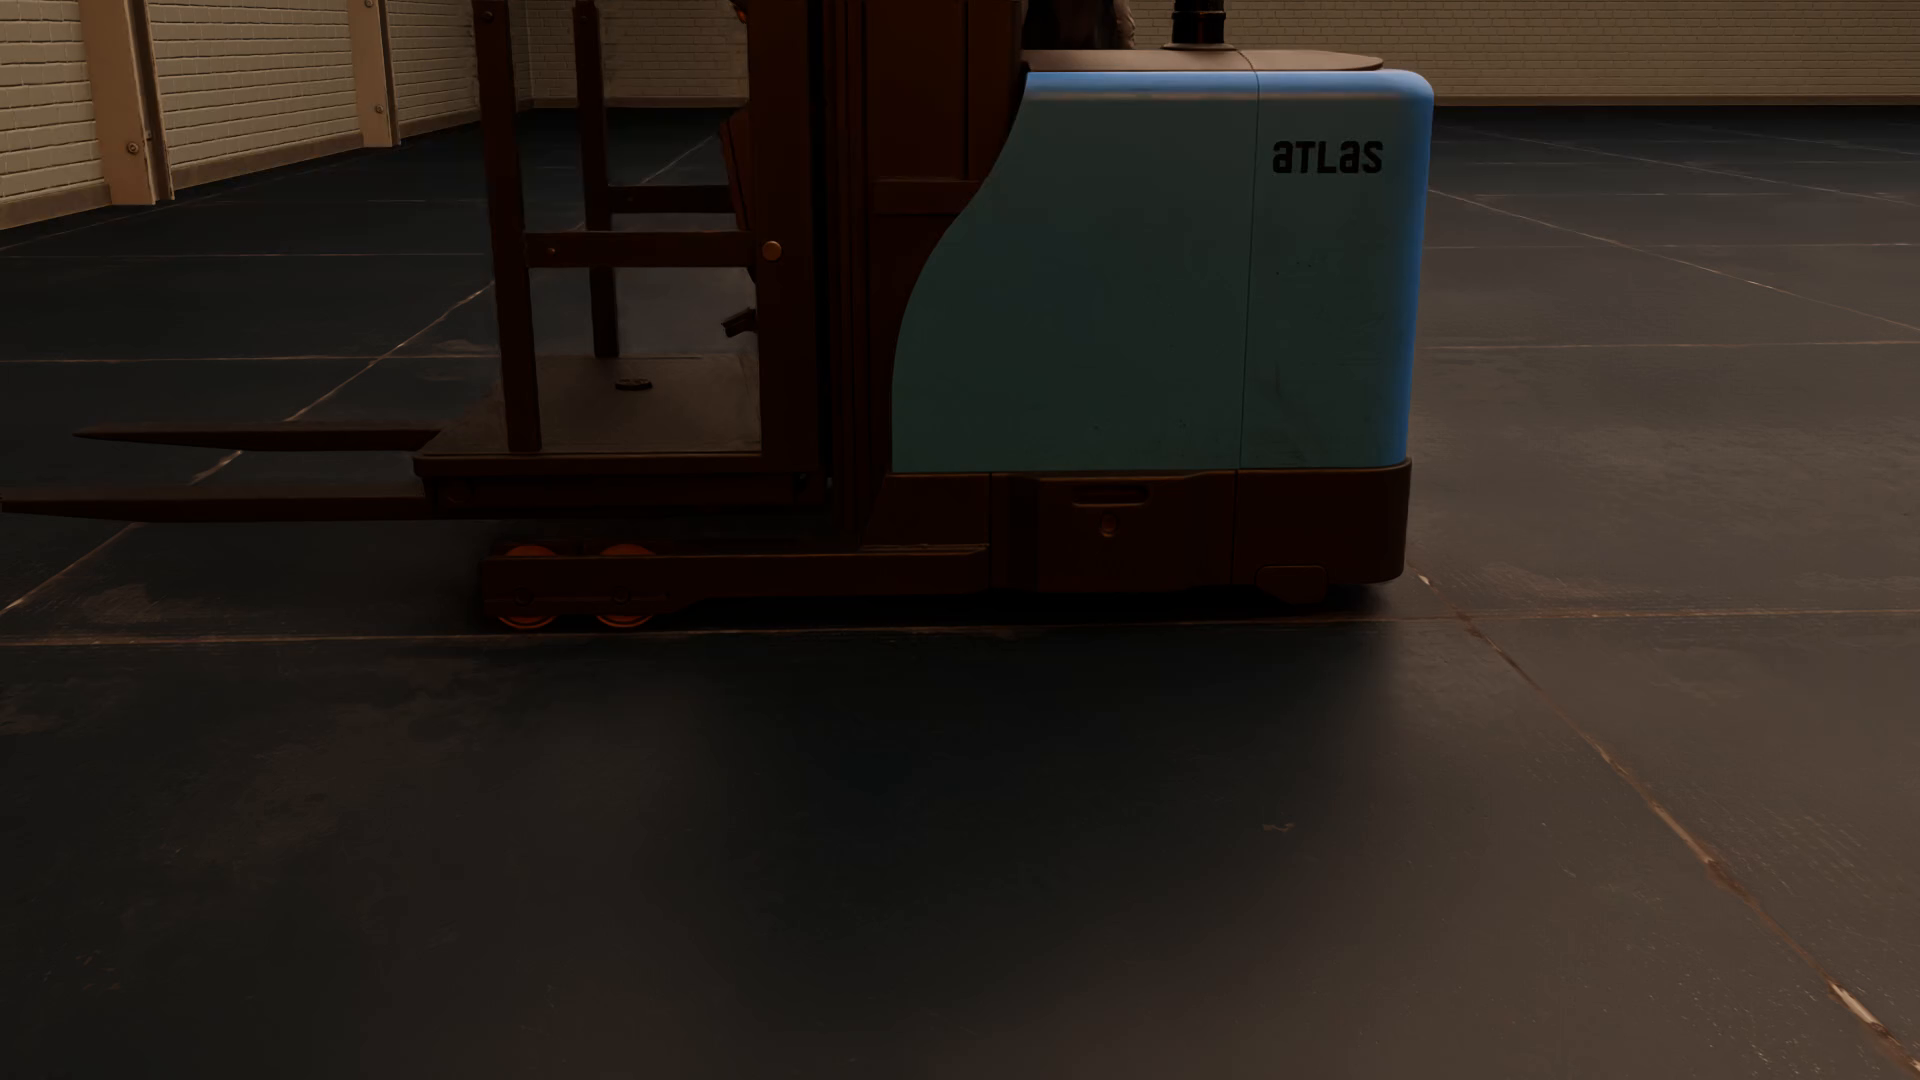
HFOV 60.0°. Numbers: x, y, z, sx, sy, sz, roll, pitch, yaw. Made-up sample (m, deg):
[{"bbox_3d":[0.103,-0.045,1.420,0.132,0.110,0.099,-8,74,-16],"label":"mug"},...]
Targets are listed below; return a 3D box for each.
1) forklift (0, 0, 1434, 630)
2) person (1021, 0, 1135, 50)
[{"bbox_3d":[-0.607,-1.380,3.419,3.031,2.935,1.130,-1,17,-2],"label":"forklift"},{"bbox_3d":[0.390,-1.813,6.876,0.632,1.720,0.569,-4,18,-14],"label":"person"}]
